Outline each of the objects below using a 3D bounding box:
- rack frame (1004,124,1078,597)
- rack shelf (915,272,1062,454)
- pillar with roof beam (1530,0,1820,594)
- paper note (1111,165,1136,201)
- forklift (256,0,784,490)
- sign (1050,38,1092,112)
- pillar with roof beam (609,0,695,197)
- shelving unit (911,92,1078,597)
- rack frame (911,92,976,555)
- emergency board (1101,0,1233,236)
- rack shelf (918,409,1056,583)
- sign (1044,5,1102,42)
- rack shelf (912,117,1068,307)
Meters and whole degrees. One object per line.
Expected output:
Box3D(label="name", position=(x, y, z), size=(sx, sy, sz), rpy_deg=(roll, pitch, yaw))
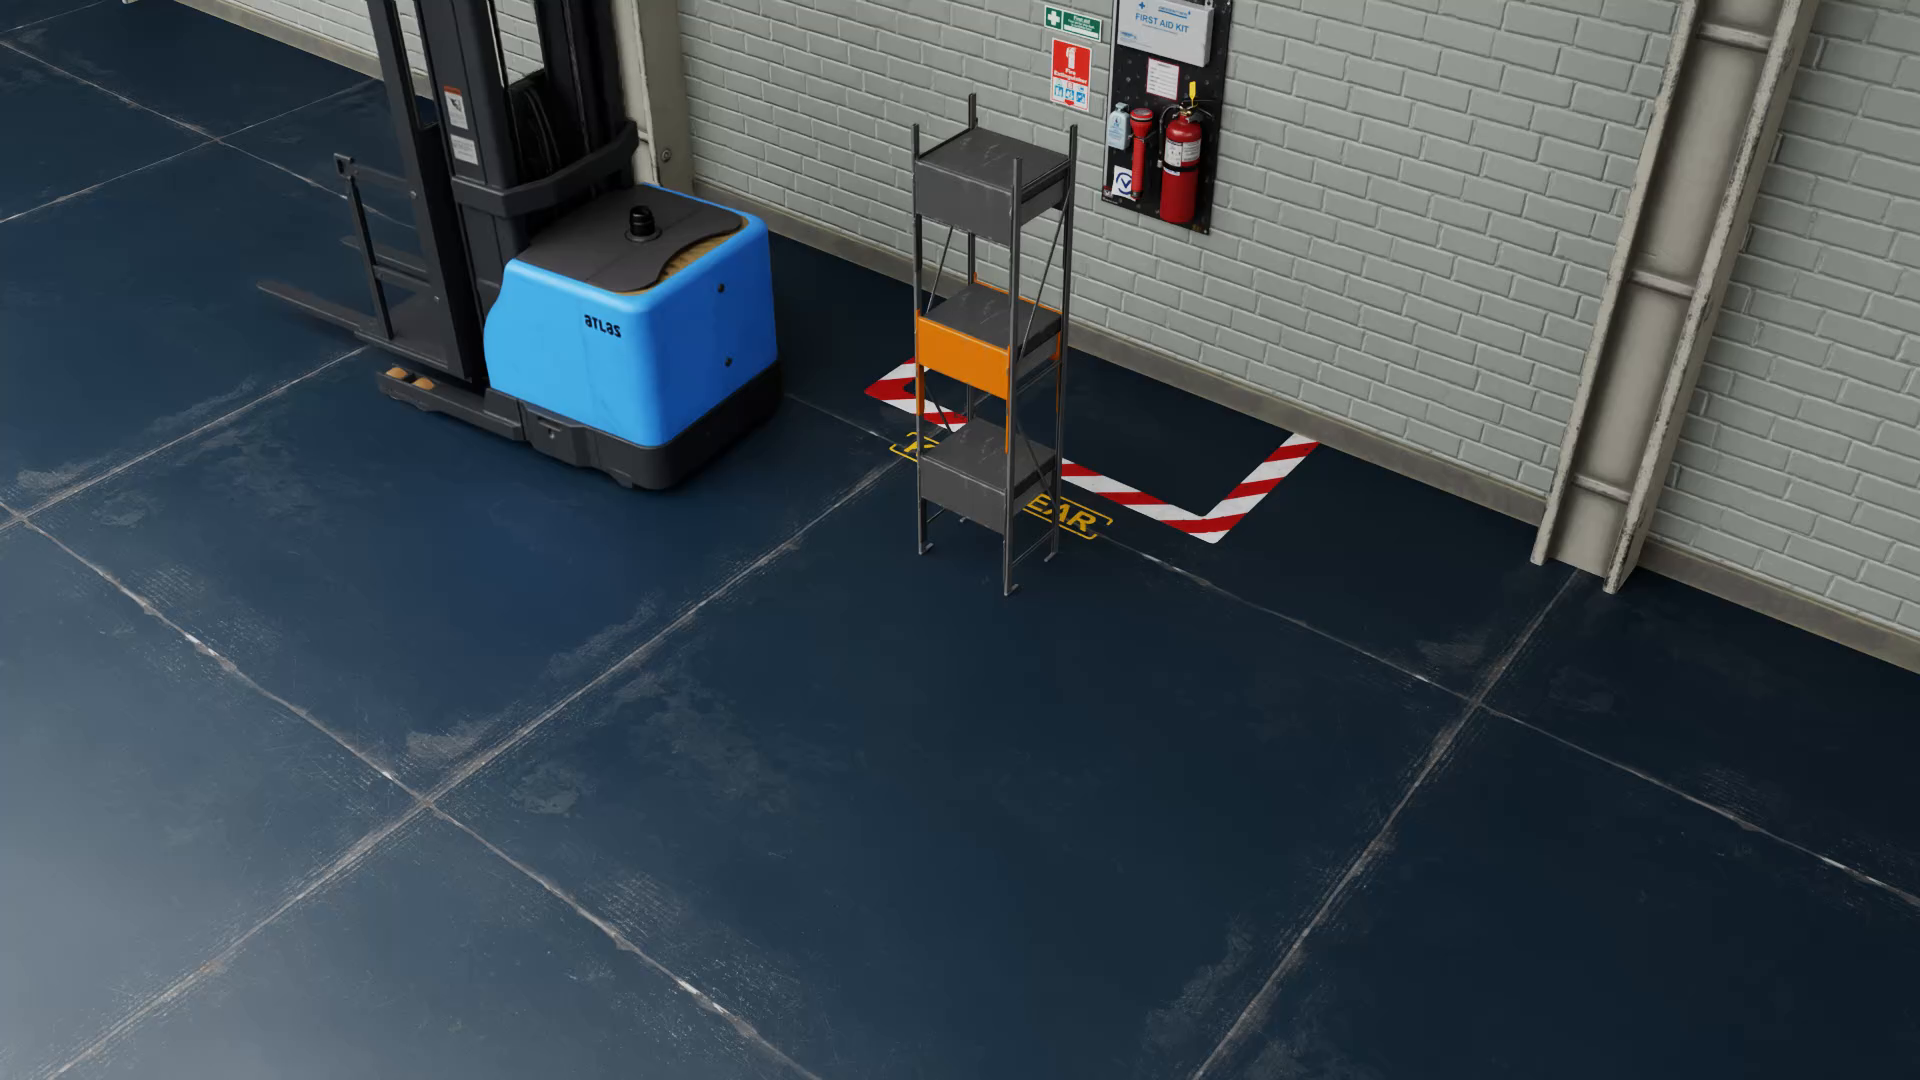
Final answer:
Box3D(label="rack frame", position=(0.325, -0.673, 6.907), size=(0.015, 2.100, 0.400), rpy_deg=(25, 45, 29))
Box3D(label="rack shelf", position=(0.132, -0.754, 7.032), size=(0.480, 0.518, 0.431), rpy_deg=(25, 45, 29))
Box3D(label="pillar with roof beam", position=(0.248, -1.339, 2.160), size=(0.400, 9.000, 9.100), rpy_deg=(25, 45, 29))
Box3D(label="paper note", position=(0.825, -1.782, 8.308), size=(0.142, 0.148, 0.016), rpy_deg=(25, 45, 29))
Box3D(label="forklift", position=(-2.433, -2.077, 8.026), size=(3.031, 2.935, 1.130), rpy_deg=(21, 43, 24))
Box3D(label="sign", position=(0.547, -2.301, 8.226), size=(0.234, 0.329, 0.001), rpy_deg=(25, 45, 29))
Box3D(label="pillar with roof beam", position=(-4.518, -3.586, 5.031), size=(0.400, 9.000, 9.100), rpy_deg=(25, 45, 29))
Box3D(label="shelving unit", position=(0.132, -0.765, 7.024), size=(0.503, 2.100, 0.431), rpy_deg=(25, 45, 29))
Box3D(label="rack frame", position=(-0.062, -0.856, 7.140), size=(0.015, 2.100, 0.400), rpy_deg=(25, 45, 29))
Box3D(label="emergency board", position=(0.923, -2.029, 7.908), size=(0.643, 1.169, 0.194), rpy_deg=(25, 45, 29))
Box3D(label="rack shelf", position=(0.132, -0.203, 7.463), size=(0.480, 0.518, 0.431), rpy_deg=(25, 45, 29))
Box3D(label="sign", position=(0.545, -2.503, 8.055), size=(0.331, 0.109, 0.001), rpy_deg=(25, 45, 29))
Box3D(label="rack shelf", position=(0.132, -1.305, 6.600), size=(0.480, 0.518, 0.431), rpy_deg=(25, 45, 29))
